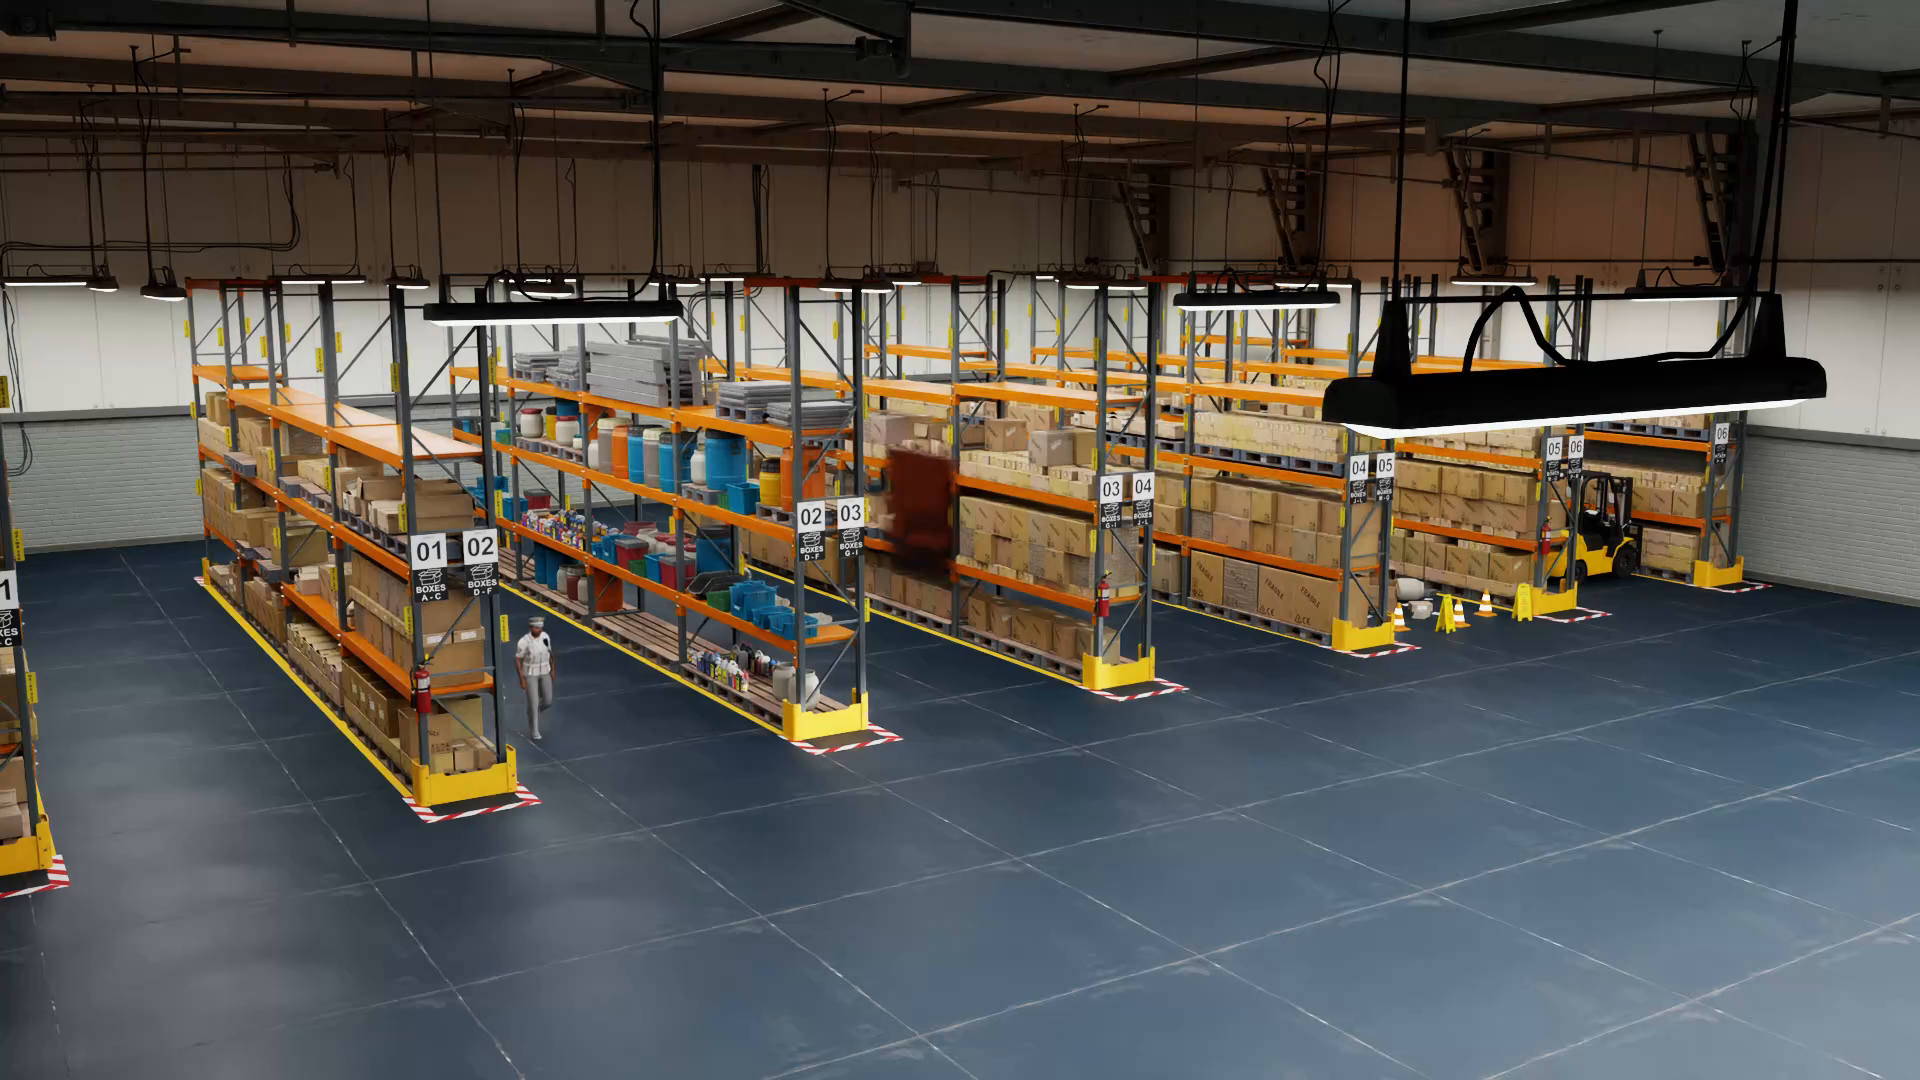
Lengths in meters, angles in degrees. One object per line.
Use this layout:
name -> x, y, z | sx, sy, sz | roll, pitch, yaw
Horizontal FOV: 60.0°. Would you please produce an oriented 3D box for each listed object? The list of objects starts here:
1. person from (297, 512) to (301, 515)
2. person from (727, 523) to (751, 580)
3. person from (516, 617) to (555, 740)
person -> -13.674, -0.309, 34.944 | 0.472, 1.596, 0.995 | -5, 11, -27
person -> -3.797, 0.534, 27.672 | 1.032, 1.730, 0.617 | 8, 13, 41
person -> -5.733, 1.810, 22.361 | 0.540, 1.656, 0.554 | -8, 12, -39
